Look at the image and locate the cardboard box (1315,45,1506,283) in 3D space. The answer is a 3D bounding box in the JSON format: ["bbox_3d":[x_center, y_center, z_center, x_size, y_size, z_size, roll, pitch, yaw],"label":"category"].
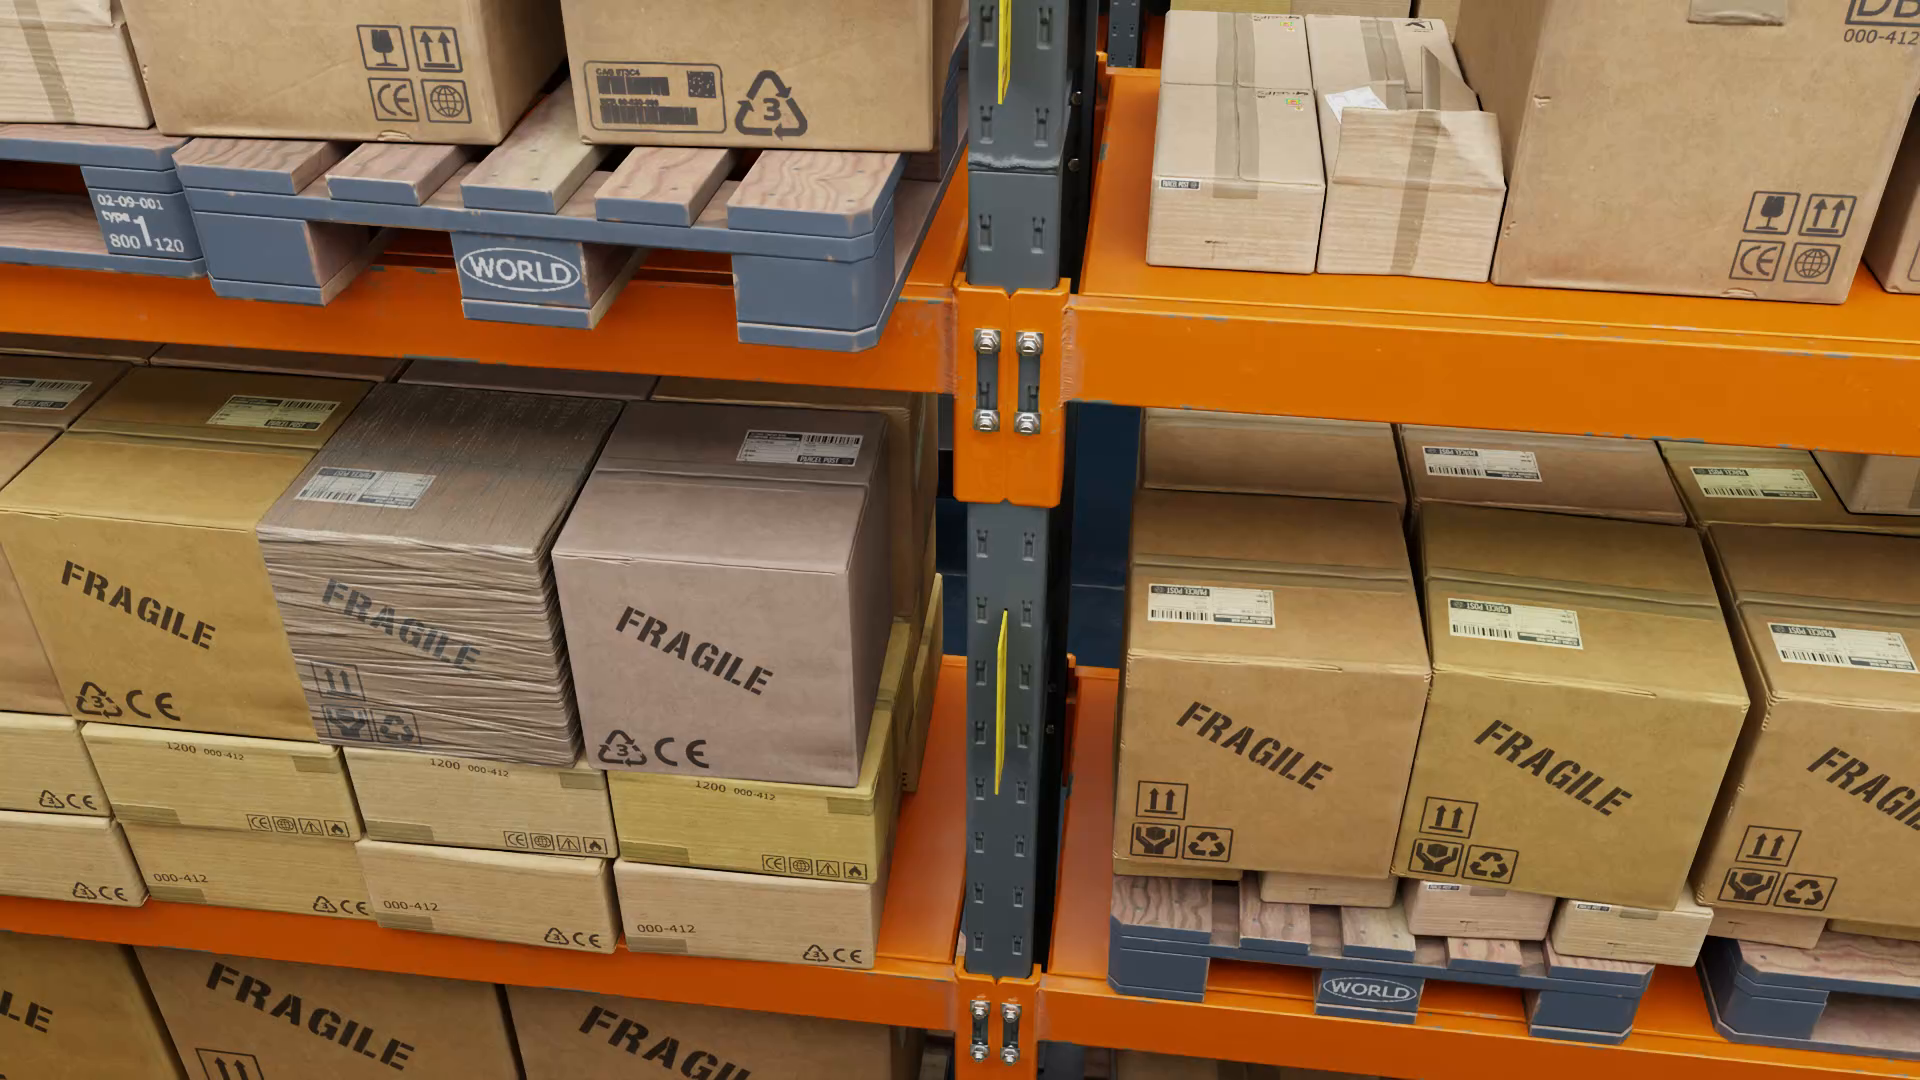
[{"bbox_3d":[0.680,-0.599,2.541,0.258,0.266,0.396,4,36,6],"label":"cardboard box"}]

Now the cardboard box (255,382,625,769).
[{"bbox_3d":[-0.920,0.058,3.140,0.500,0.500,0.500,5,36,7],"label":"cardboard box"}]

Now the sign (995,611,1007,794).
[{"bbox_3d":[0.069,0.275,2.785,0.005,0.325,0.100,4,36,6],"label":"sign"}]

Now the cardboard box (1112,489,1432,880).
[{"bbox_3d":[0.553,0.261,3.099,0.500,0.500,0.500,3,36,5],"label":"cardboard box"}]

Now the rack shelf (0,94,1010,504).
[{"bbox_3d":[-1.847,-0.649,3.115,4.000,0.370,1.077,4,36,6],"label":"rack shelf"}]

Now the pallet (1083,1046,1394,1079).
[{"bbox_3d":[0.911,1.620,4.298,1.213,0.211,1.003,4,36,6],"label":"pallet"}]

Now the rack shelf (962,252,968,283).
[{"bbox_3d":[-0.164,-0.856,6.165,0.480,0.518,0.431,4,36,6],"label":"rack shelf"}]

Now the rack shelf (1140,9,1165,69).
[{"bbox_3d":[2.749,-1.993,7.579,4.000,0.370,1.077,4,36,6],"label":"rack shelf"}]

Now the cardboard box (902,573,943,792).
[{"bbox_3d":[-0.317,0.307,3.868,0.500,0.250,0.500,4,36,5],"label":"cardboard box"}]

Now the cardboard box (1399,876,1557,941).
[{"bbox_3d":[0.977,0.576,3.215,0.250,0.149,0.380,2,36,3],"label":"cardboard box"}]

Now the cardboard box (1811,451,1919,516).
[{"bbox_3d":[1.795,-0.212,3.202,0.250,0.149,0.380,3,36,4],"label":"cardboard box"}]

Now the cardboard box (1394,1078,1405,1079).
[{"bbox_3d":[1.428,1.423,4.075,0.625,0.372,0.950,4,36,5],"label":"cardboard box"}]

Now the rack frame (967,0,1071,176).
[{"bbox_3d":[0.136,-2.015,1.827,0.127,3.000,1.000,4,36,6],"label":"rack frame"}]

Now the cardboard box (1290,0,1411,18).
[{"bbox_3d":[1.670,-2.365,7.180,0.500,0.250,0.500,5,36,7],"label":"cardboard box"}]

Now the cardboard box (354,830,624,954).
[{"bbox_3d":[-0.907,0.571,3.497,0.500,0.250,0.500,5,36,7],"label":"cardboard box"}]

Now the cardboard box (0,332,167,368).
[{"bbox_3d":[-1.826,-0.316,3.664,0.500,0.500,0.500,5,36,7],"label":"cardboard box"}]

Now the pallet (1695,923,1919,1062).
[{"bbox_3d":[2.105,0.628,3.454,1.213,0.211,1.003,4,36,6],"label":"pallet"}]

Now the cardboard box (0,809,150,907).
[{"bbox_3d":[-1.914,0.503,3.592,0.500,0.250,0.500,4,36,5],"label":"cardboard box"}]

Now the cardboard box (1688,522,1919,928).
[{"bbox_3d":[1.599,0.330,3.001,0.500,0.500,0.500,5,36,7],"label":"cardboard box"}]

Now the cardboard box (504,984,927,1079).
[{"bbox_3d":[-0.538,1.022,4.204,0.875,0.875,0.875,4,36,6],"label":"cardboard box"}]

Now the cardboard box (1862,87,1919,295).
[{"bbox_3d":[1.653,-0.740,2.534,0.637,0.503,0.797,4,36,6],"label":"cardboard box"}]

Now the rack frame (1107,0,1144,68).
[{"bbox_3d":[0.765,-2.434,7.578,0.127,3.000,1.000,4,36,6],"label":"rack frame"}]

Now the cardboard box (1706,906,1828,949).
[{"bbox_3d":[1.496,0.581,3.208,0.250,0.149,0.380,6,36,9],"label":"cardboard box"}]

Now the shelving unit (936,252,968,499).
[{"bbox_3d":[-0.164,-0.867,6.157,0.503,2.100,0.431,4,36,6],"label":"shelving unit"}]

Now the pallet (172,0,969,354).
[{"bbox_3d":[-0.509,-0.735,2.778,1.003,0.211,1.213,6,36,8],"label":"pallet"}]

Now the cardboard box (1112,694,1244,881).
[{"bbox_3d":[0.435,0.489,3.337,0.250,0.149,0.380,2,36,3],"label":"cardboard box"}]

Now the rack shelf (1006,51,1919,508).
[{"bbox_3d":[2.120,-0.354,2.700,4.000,0.370,1.077,4,36,6],"label":"rack shelf"}]

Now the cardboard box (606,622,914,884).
[{"bbox_3d":[-0.376,0.395,3.314,0.500,0.250,0.500,4,36,6],"label":"cardboard box"}]

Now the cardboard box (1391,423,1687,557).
[{"bbox_3d":[1.137,-0.001,3.465,0.500,0.500,0.500,4,36,5],"label":"cardboard box"}]

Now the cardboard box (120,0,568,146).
[{"bbox_3d":[-0.870,-0.970,2.497,0.500,0.500,0.700,3,36,4],"label":"cardboard box"}]

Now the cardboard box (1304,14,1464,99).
[{"bbox_3d":[0.723,-0.776,2.889,0.250,0.149,0.380,4,36,6],"label":"cardboard box"}]

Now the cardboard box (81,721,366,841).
[{"bbox_3d":[-1.396,0.333,3.400,0.500,0.250,0.500,3,36,5],"label":"cardboard box"}]

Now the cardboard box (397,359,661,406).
[{"bbox_3d":[-0.815,-0.230,3.543,0.500,0.500,0.500,4,36,6],"label":"cardboard box"}]

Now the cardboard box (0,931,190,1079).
[{"bbox_3d":[-2.309,0.887,4.393,0.875,0.875,0.875,5,36,7],"label":"cardboard box"}]

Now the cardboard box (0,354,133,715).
[{"bbox_3d":[-1.912,-0.024,3.255,0.500,0.500,0.500,4,36,5],"label":"cardboard box"}]
